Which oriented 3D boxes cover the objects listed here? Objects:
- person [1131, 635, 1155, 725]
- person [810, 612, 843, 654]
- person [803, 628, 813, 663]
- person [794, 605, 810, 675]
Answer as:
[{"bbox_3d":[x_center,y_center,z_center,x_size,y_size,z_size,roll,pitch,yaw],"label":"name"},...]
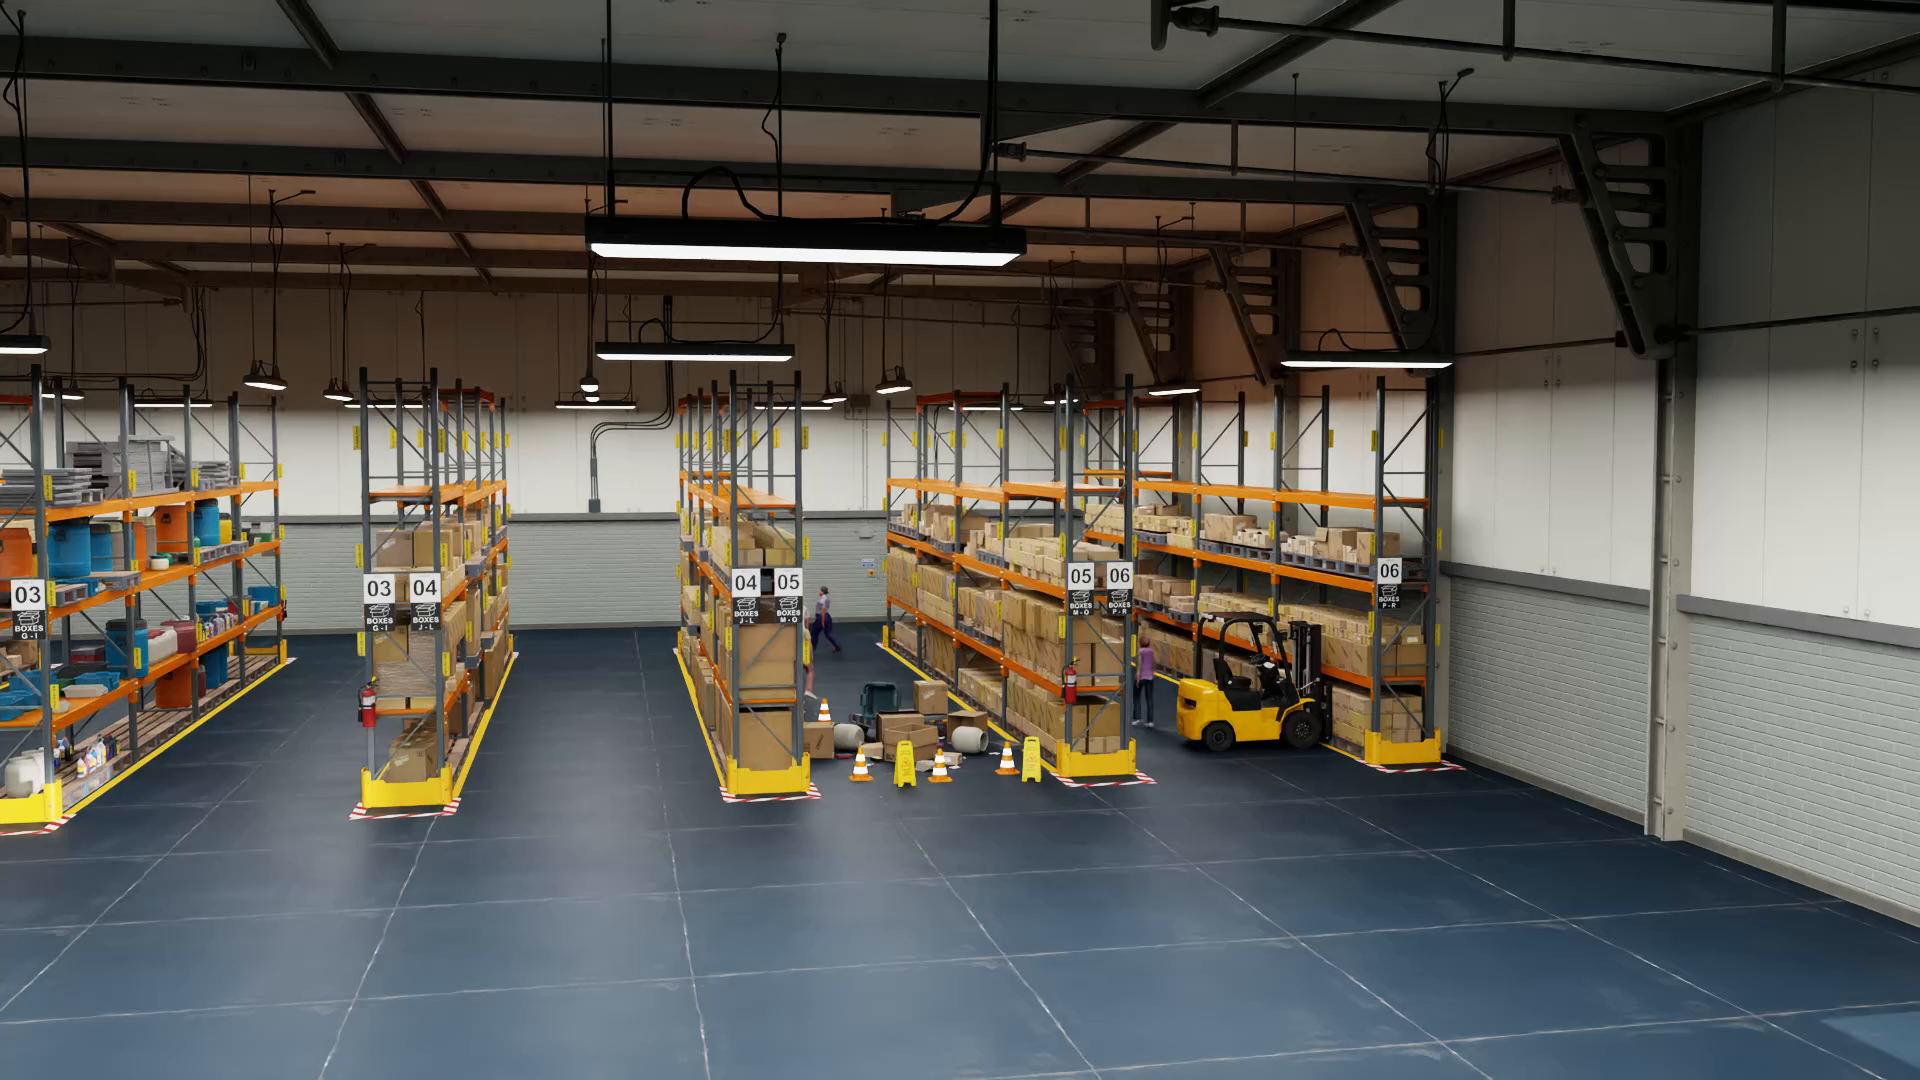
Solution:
[{"bbox_3d":[3.254,2.481,29.254,0.430,1.612,0.645,-1,4,-18],"label":"person"},{"bbox_3d":[-3.220,2.185,38.925,0.941,0.983,0.413,1,4,20],"label":"person"},{"bbox_3d":[-3.069,1.923,31.994,0.487,0.994,0.336,0,3,-3],"label":"person"},{"bbox_3d":[-3.498,2.038,35.506,0.586,1.710,0.682,-1,3,-9],"label":"person"}]
